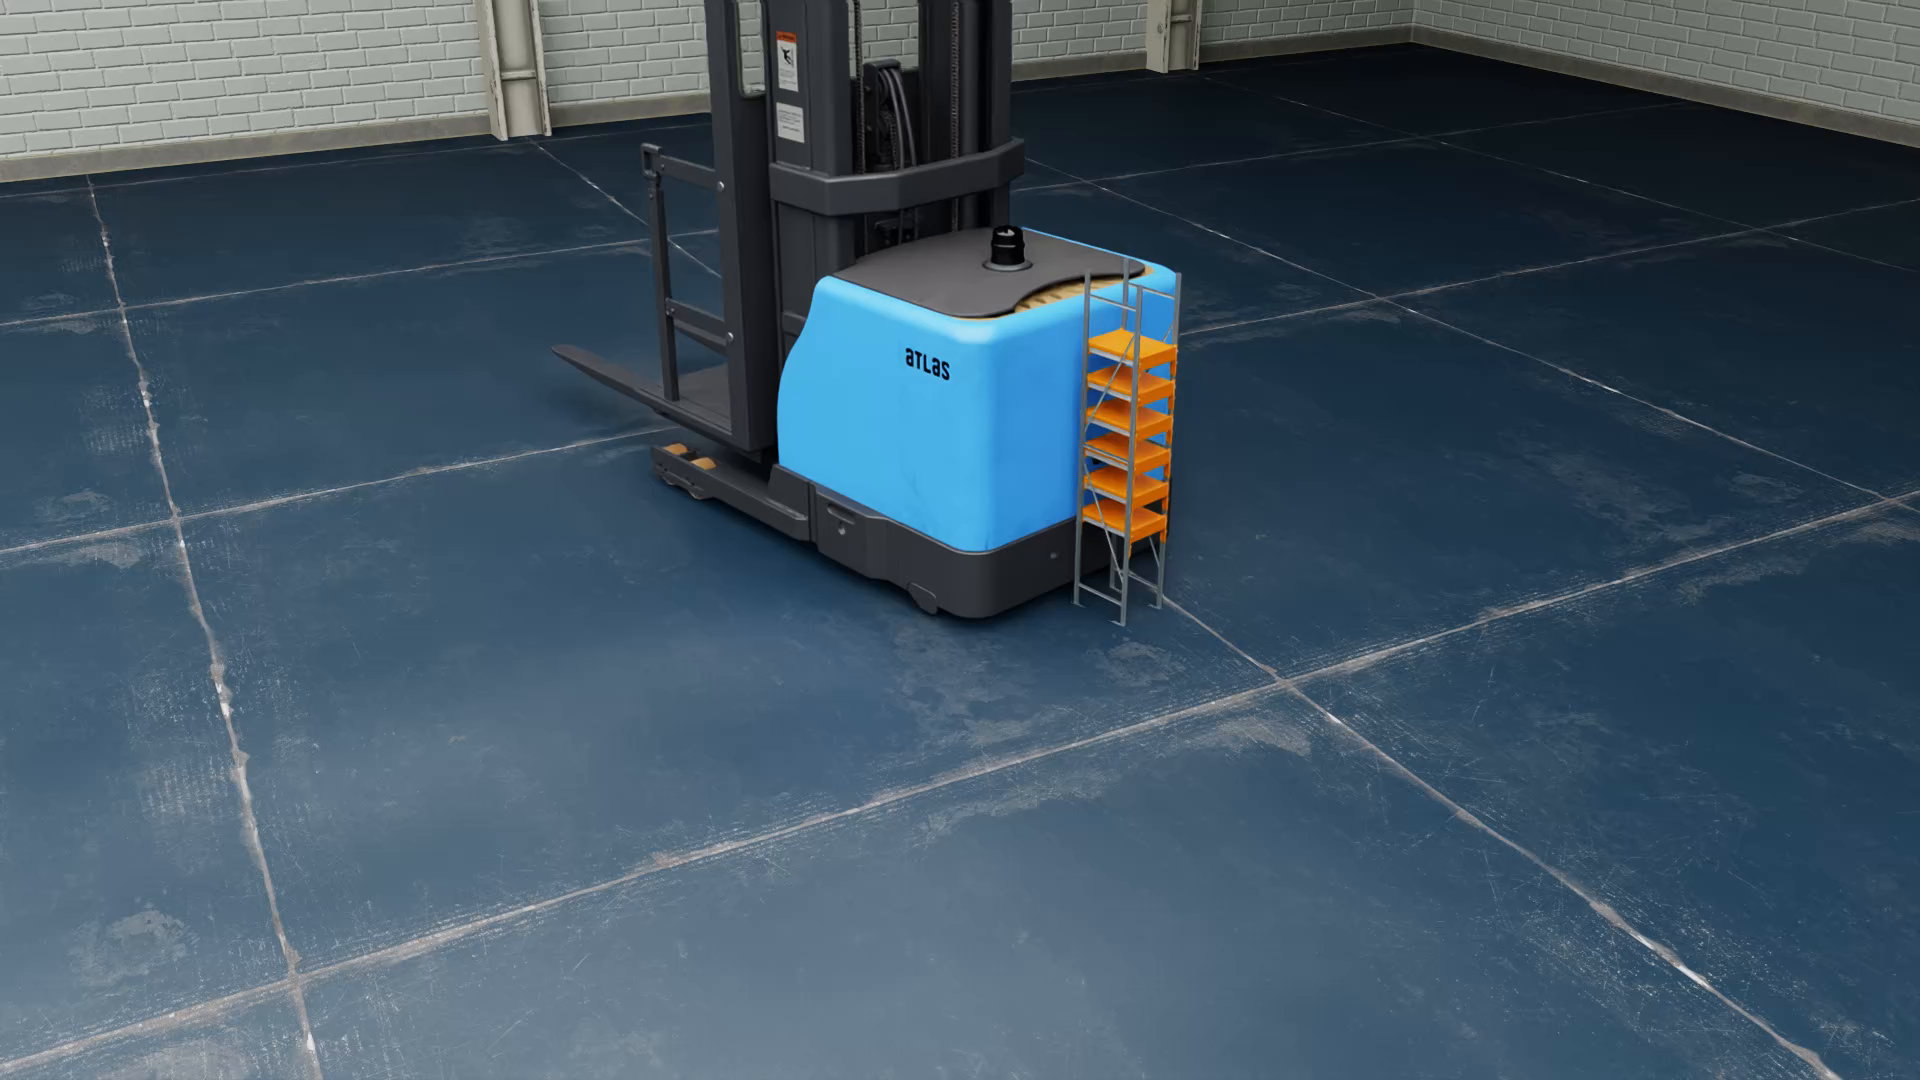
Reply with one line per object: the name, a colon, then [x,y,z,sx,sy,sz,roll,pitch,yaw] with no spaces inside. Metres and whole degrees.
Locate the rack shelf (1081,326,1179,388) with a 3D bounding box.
rack shelf: [0.547,-0.592,5.367,0.180,0.103,0.258,-22,33,-38]

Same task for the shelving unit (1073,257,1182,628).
shelving unit: [0.546,-0.308,5.504,0.189,1.200,0.258,-22,33,-38]

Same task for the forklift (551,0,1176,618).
forklift: [-0.594,-1.612,6.222,1.130,2.935,3.031,-22,33,-38]

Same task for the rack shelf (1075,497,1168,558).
rack shelf: [0.546,-0.052,5.628,0.180,0.103,0.258,-22,33,-38]

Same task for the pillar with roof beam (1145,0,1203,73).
pillar with roof beam: [3.967,-6.739,9.889,0.400,9.000,9.100,-13,29,-25]

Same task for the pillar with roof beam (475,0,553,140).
pillar with roof beam: [-1.327,-5.517,7.344,0.400,9.000,9.100,-13,29,-25]

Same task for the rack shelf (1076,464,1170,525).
rack shelf: [0.546,-0.160,5.576,0.180,0.103,0.258,-22,33,-38]

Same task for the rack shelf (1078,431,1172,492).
rack shelf: [0.546,-0.268,5.524,0.180,0.103,0.258,-22,33,-38]

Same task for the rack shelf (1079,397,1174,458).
rack shelf: [0.546,-0.376,5.471,0.180,0.103,0.258,-22,33,-38]

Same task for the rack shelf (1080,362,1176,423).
rack shelf: [0.546,-0.484,5.419,0.180,0.103,0.258,-22,33,-38]

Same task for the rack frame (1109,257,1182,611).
rack frame: [0.613,-0.335,5.560,0.006,1.200,0.240,-22,33,-38]

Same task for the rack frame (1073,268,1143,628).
rack frame: [0.479,-0.281,5.448,0.006,1.200,0.240,-22,33,-38]
